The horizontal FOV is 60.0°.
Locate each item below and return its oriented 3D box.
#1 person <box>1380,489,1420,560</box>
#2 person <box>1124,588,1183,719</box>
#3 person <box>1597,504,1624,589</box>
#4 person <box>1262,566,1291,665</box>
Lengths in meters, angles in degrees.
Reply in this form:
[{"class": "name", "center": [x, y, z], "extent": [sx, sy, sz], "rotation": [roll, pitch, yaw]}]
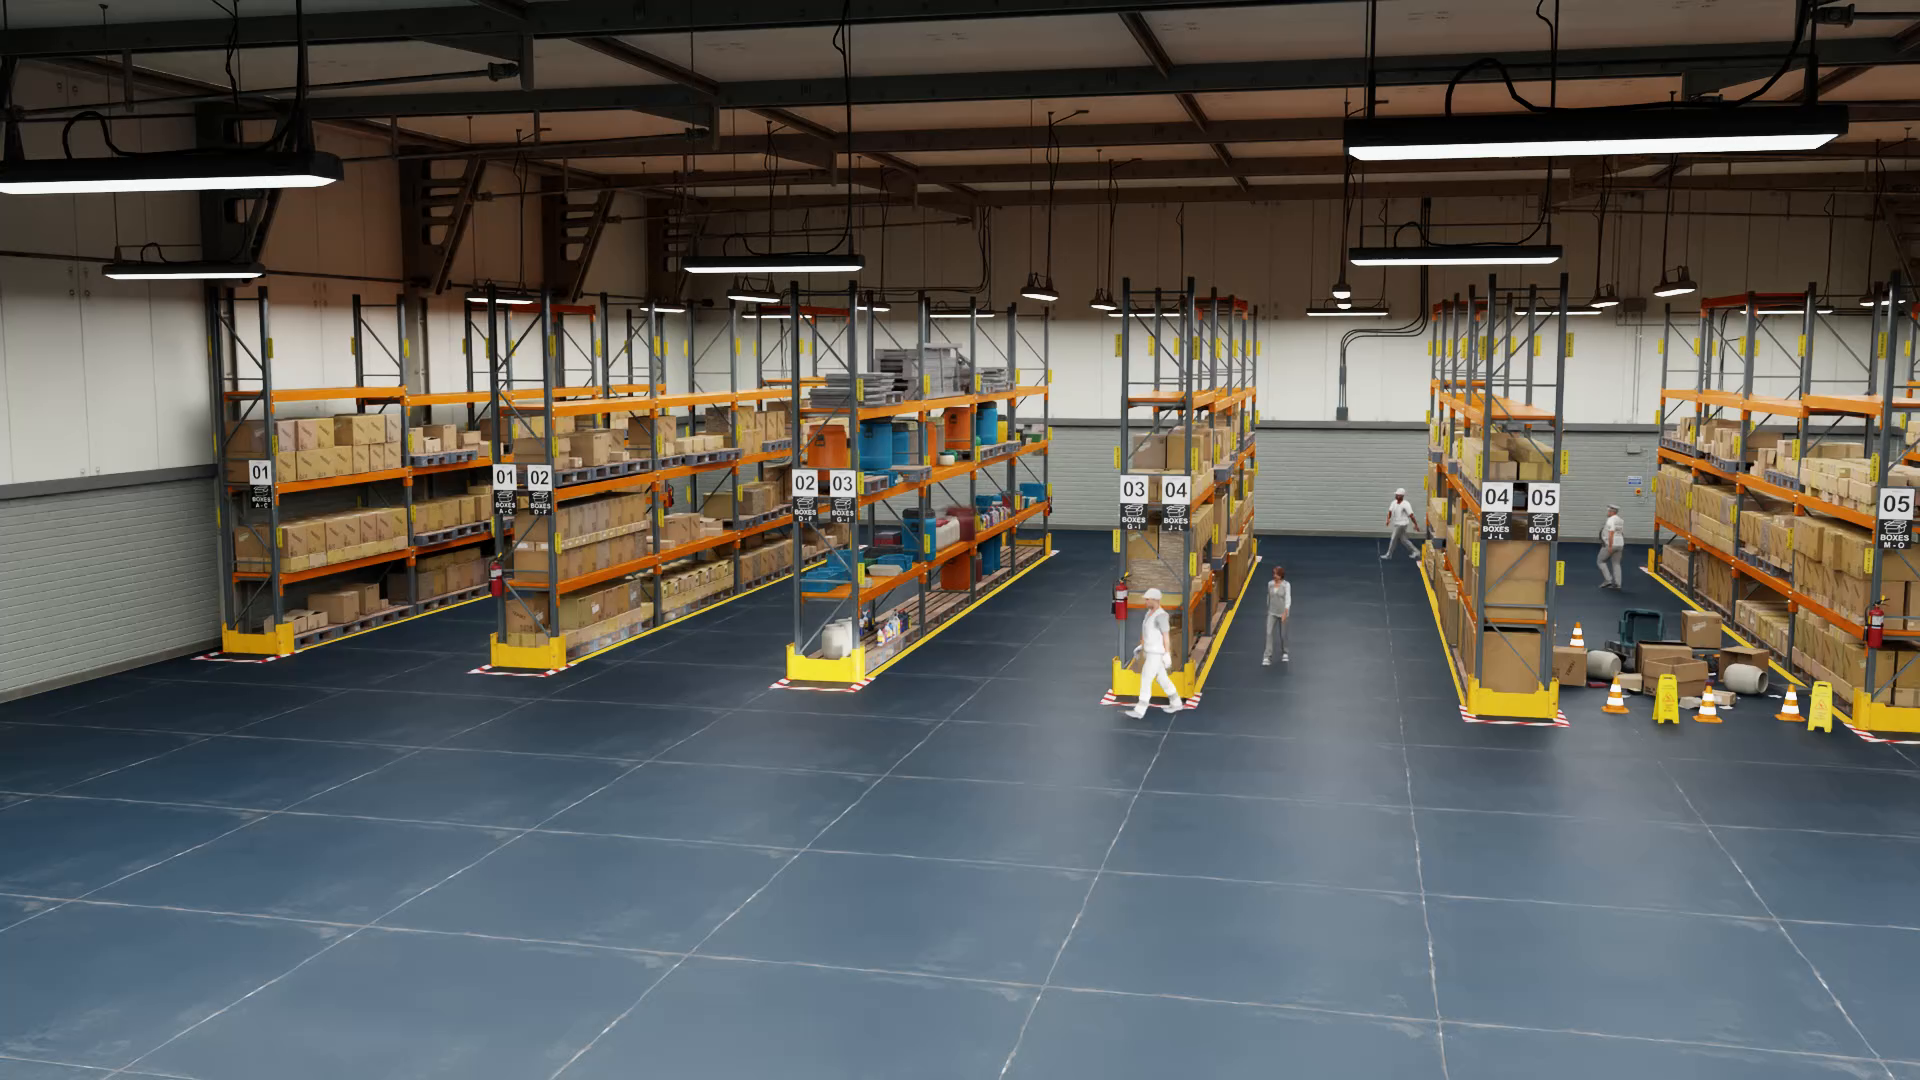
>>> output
[{"class": "person", "center": [10.452, -0.368, 39.335], "extent": [0.954, 1.715, 0.561], "rotation": [-1, 7, -7]}, {"class": "person", "center": [2.641, 1.538, 22.687], "extent": [0.889, 1.773, 0.543], "rotation": [-1, 7, -8]}, {"class": "person", "center": [13.645, 0.144, 34.706], "extent": [0.543, 1.768, 0.512], "rotation": [-3, 7, -22]}, {"class": "person", "center": [5.019, 1.192, 26.323], "extent": [0.432, 1.552, 0.903], "rotation": [3, 7, 27]}]
